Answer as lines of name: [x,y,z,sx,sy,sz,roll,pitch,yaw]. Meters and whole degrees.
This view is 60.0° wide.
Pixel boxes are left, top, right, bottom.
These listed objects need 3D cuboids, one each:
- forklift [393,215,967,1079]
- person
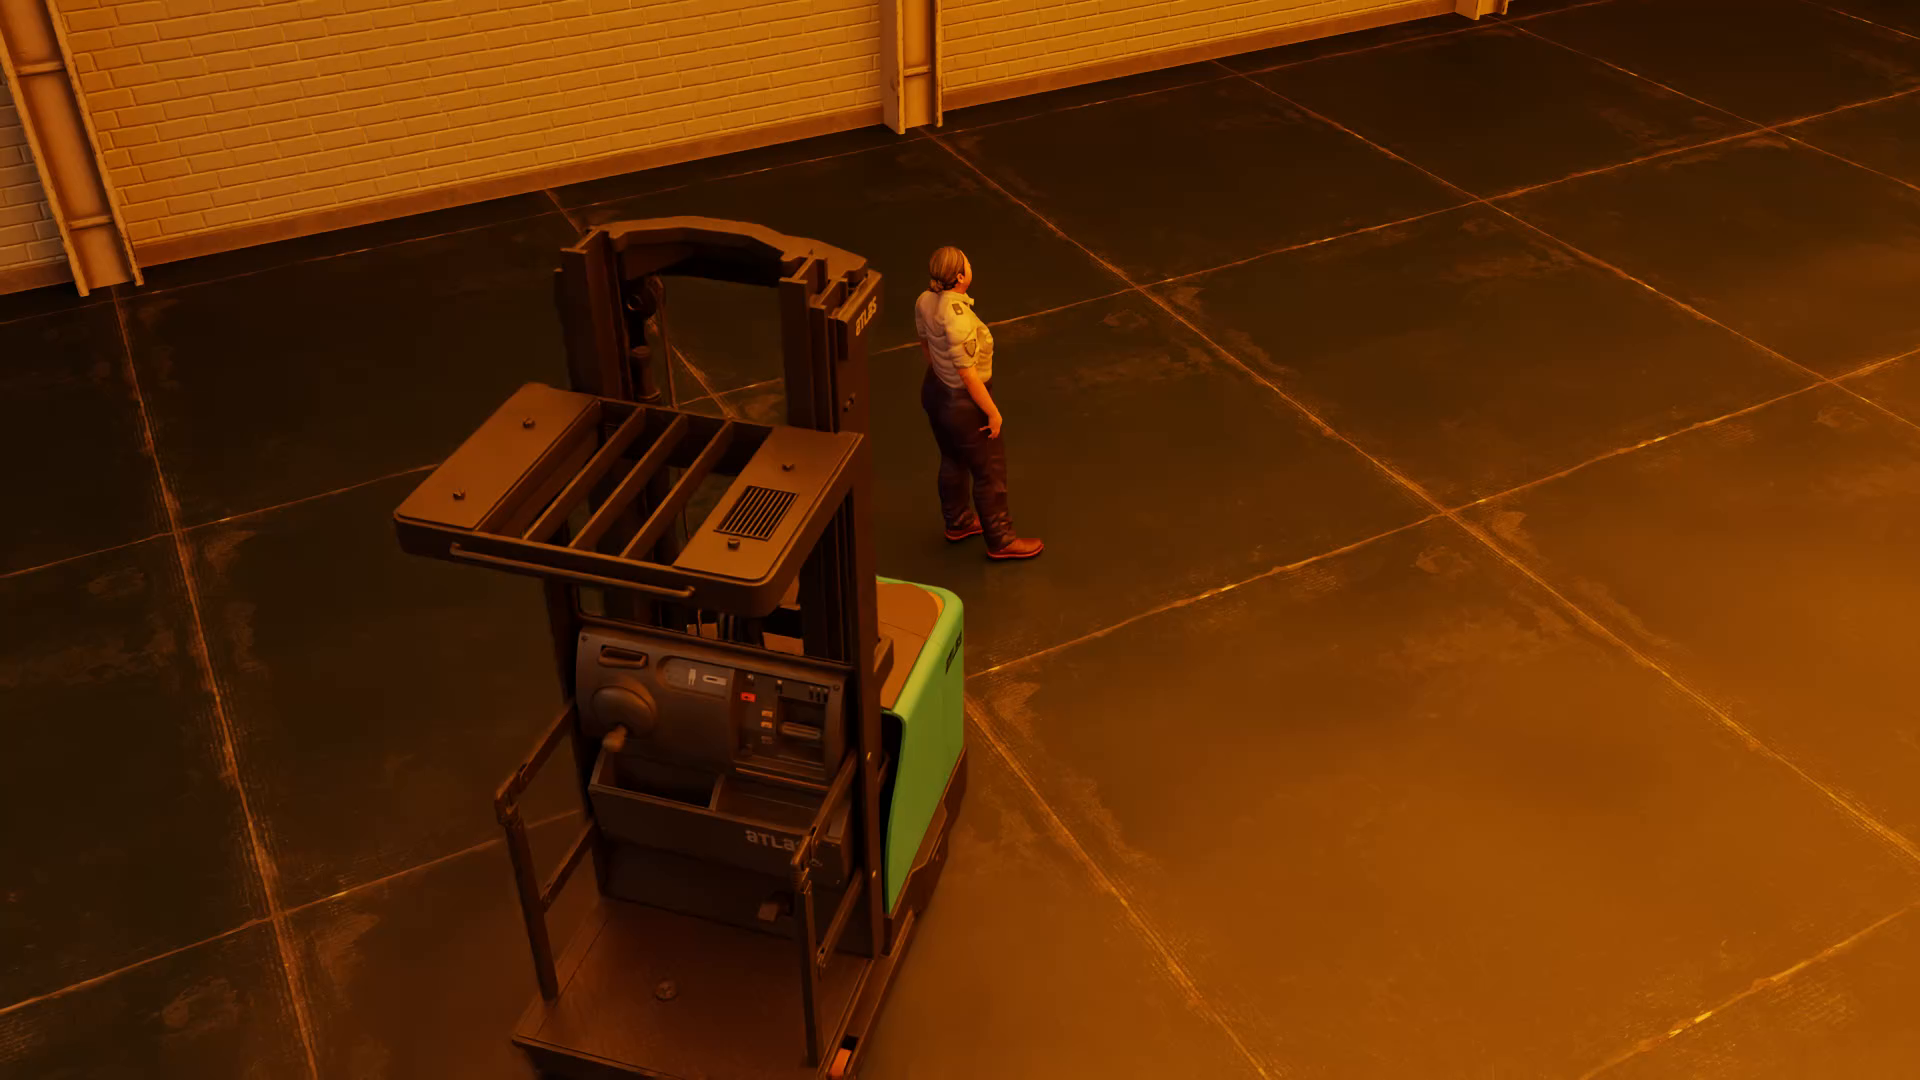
forklift: [-0.880,0.614,5.255,1.130,2.935,3.031,10,36,13]
person: [0.089,-0.692,8.201,0.503,1.650,0.599,-17,39,-23]
